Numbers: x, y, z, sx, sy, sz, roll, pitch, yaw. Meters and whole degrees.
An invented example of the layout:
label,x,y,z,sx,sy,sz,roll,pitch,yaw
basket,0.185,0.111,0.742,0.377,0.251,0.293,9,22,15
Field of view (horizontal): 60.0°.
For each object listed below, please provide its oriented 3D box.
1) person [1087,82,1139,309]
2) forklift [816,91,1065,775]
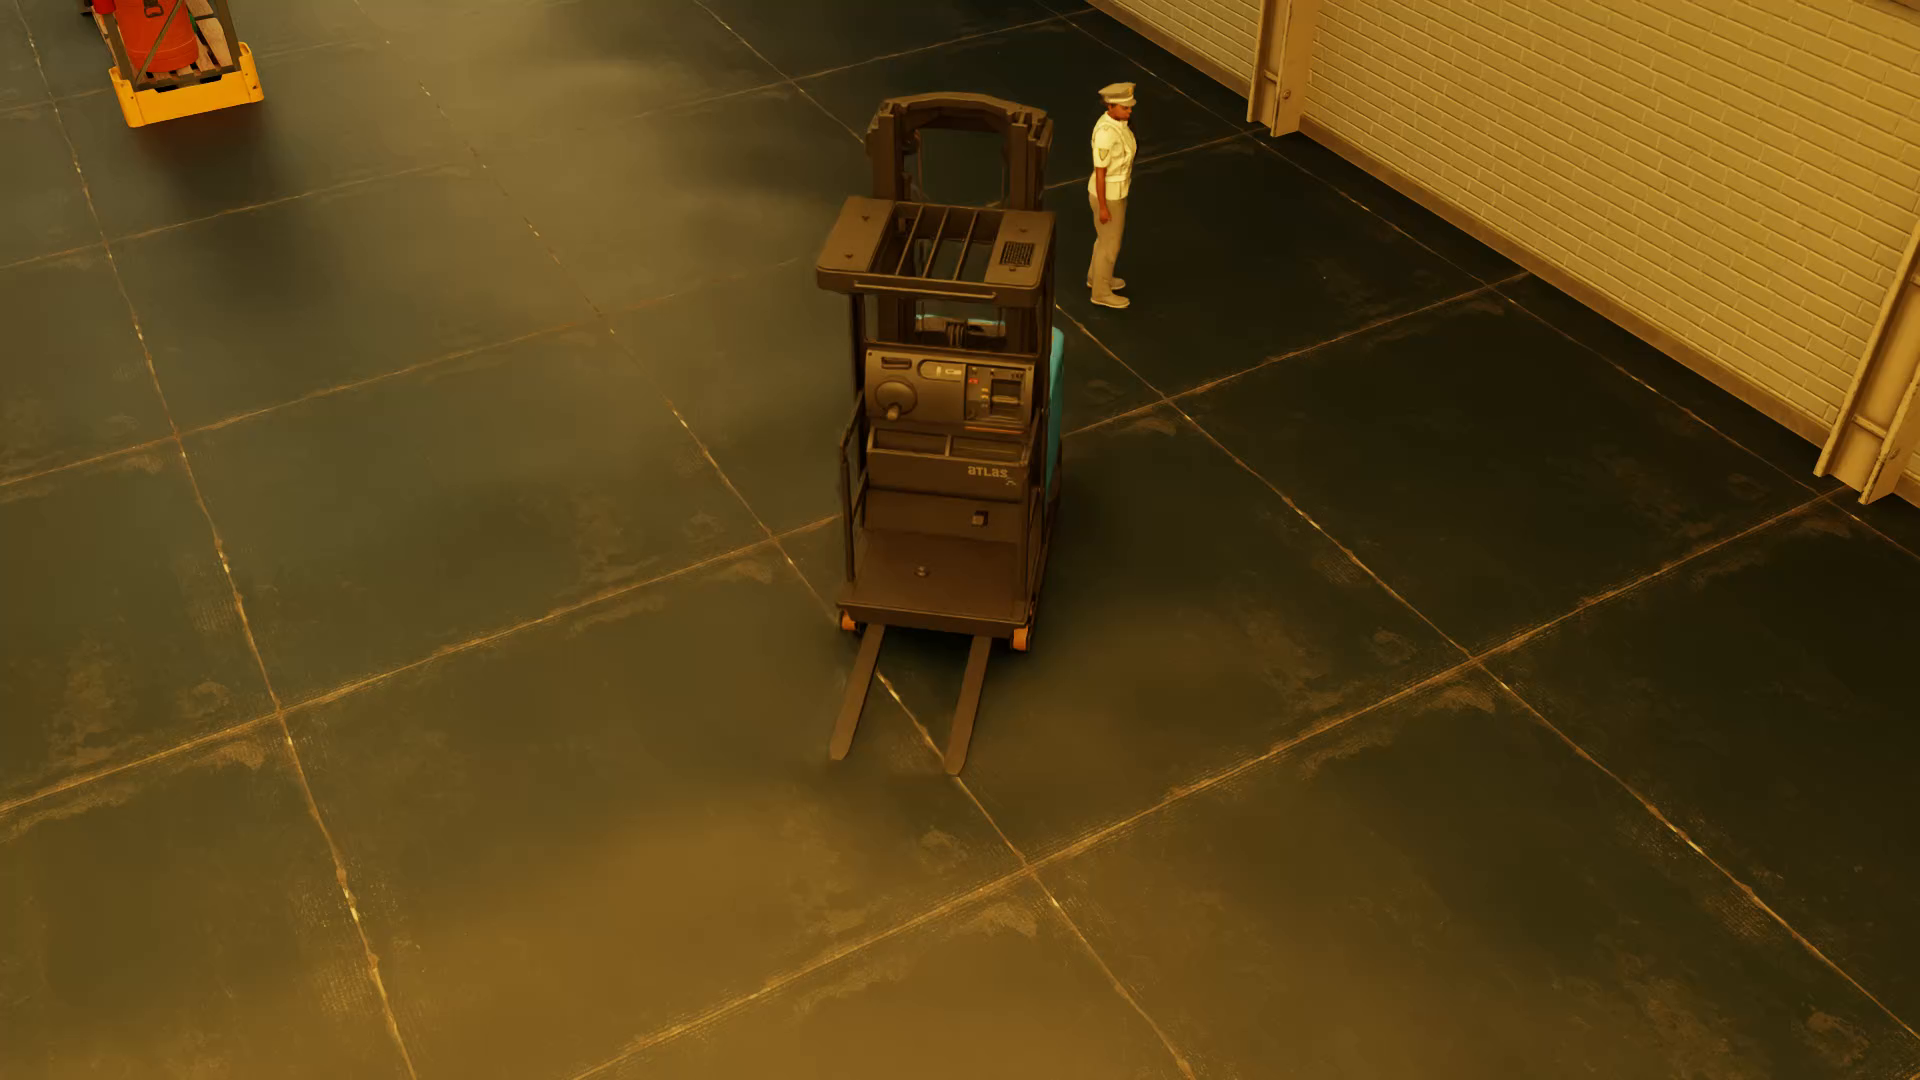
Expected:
label,x,y,z,sx,sy,sz,roll,pitch,yaw
person,1.111,-2.506,12.041,0.377,1.680,0.536,7,40,8
forklift,-0.093,-0.742,8.931,1.130,2.935,3.031,6,40,7
